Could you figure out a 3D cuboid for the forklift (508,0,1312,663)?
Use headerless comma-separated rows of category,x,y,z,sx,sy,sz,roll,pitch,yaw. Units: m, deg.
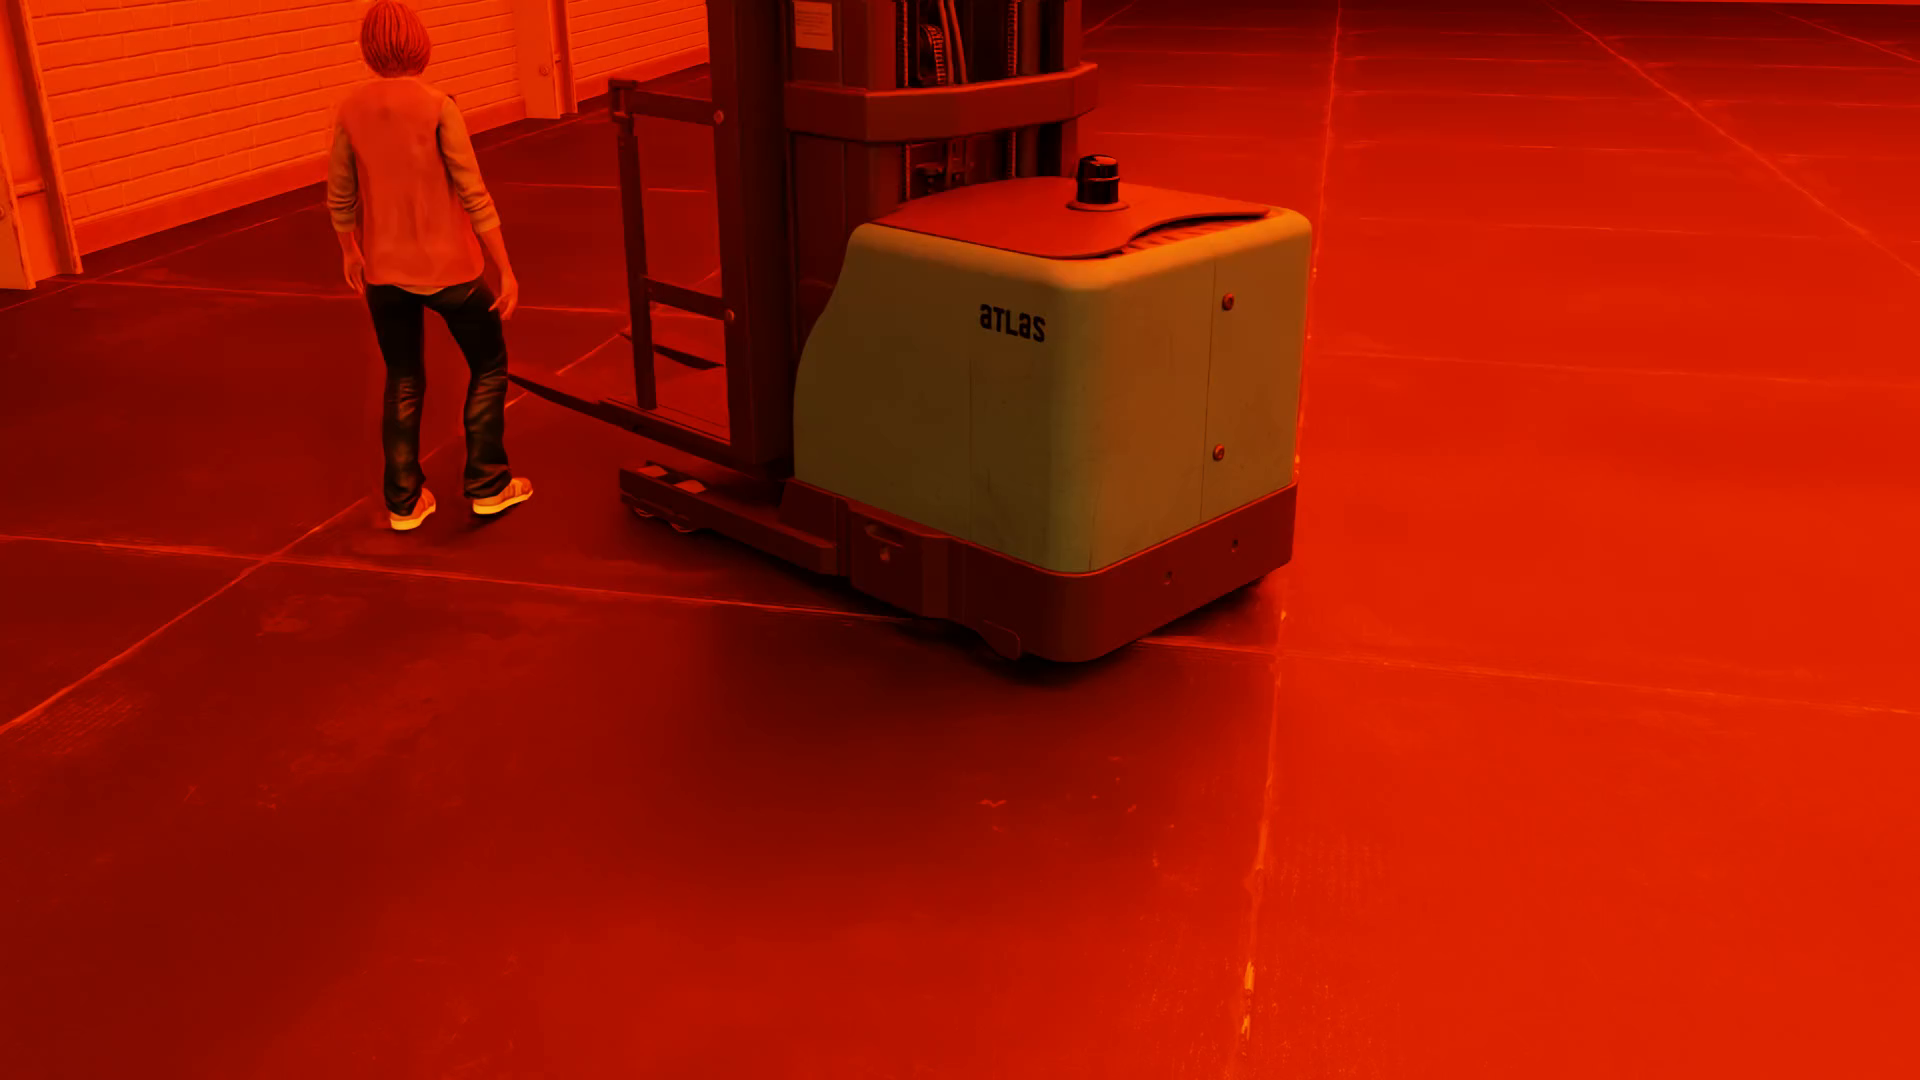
forklift,-0.446,-1.502,4.951,3.031,2.935,1.130,20,29,40

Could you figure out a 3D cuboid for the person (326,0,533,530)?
person,-1.607,-0.816,5.060,0.595,1.579,0.449,3,22,6
